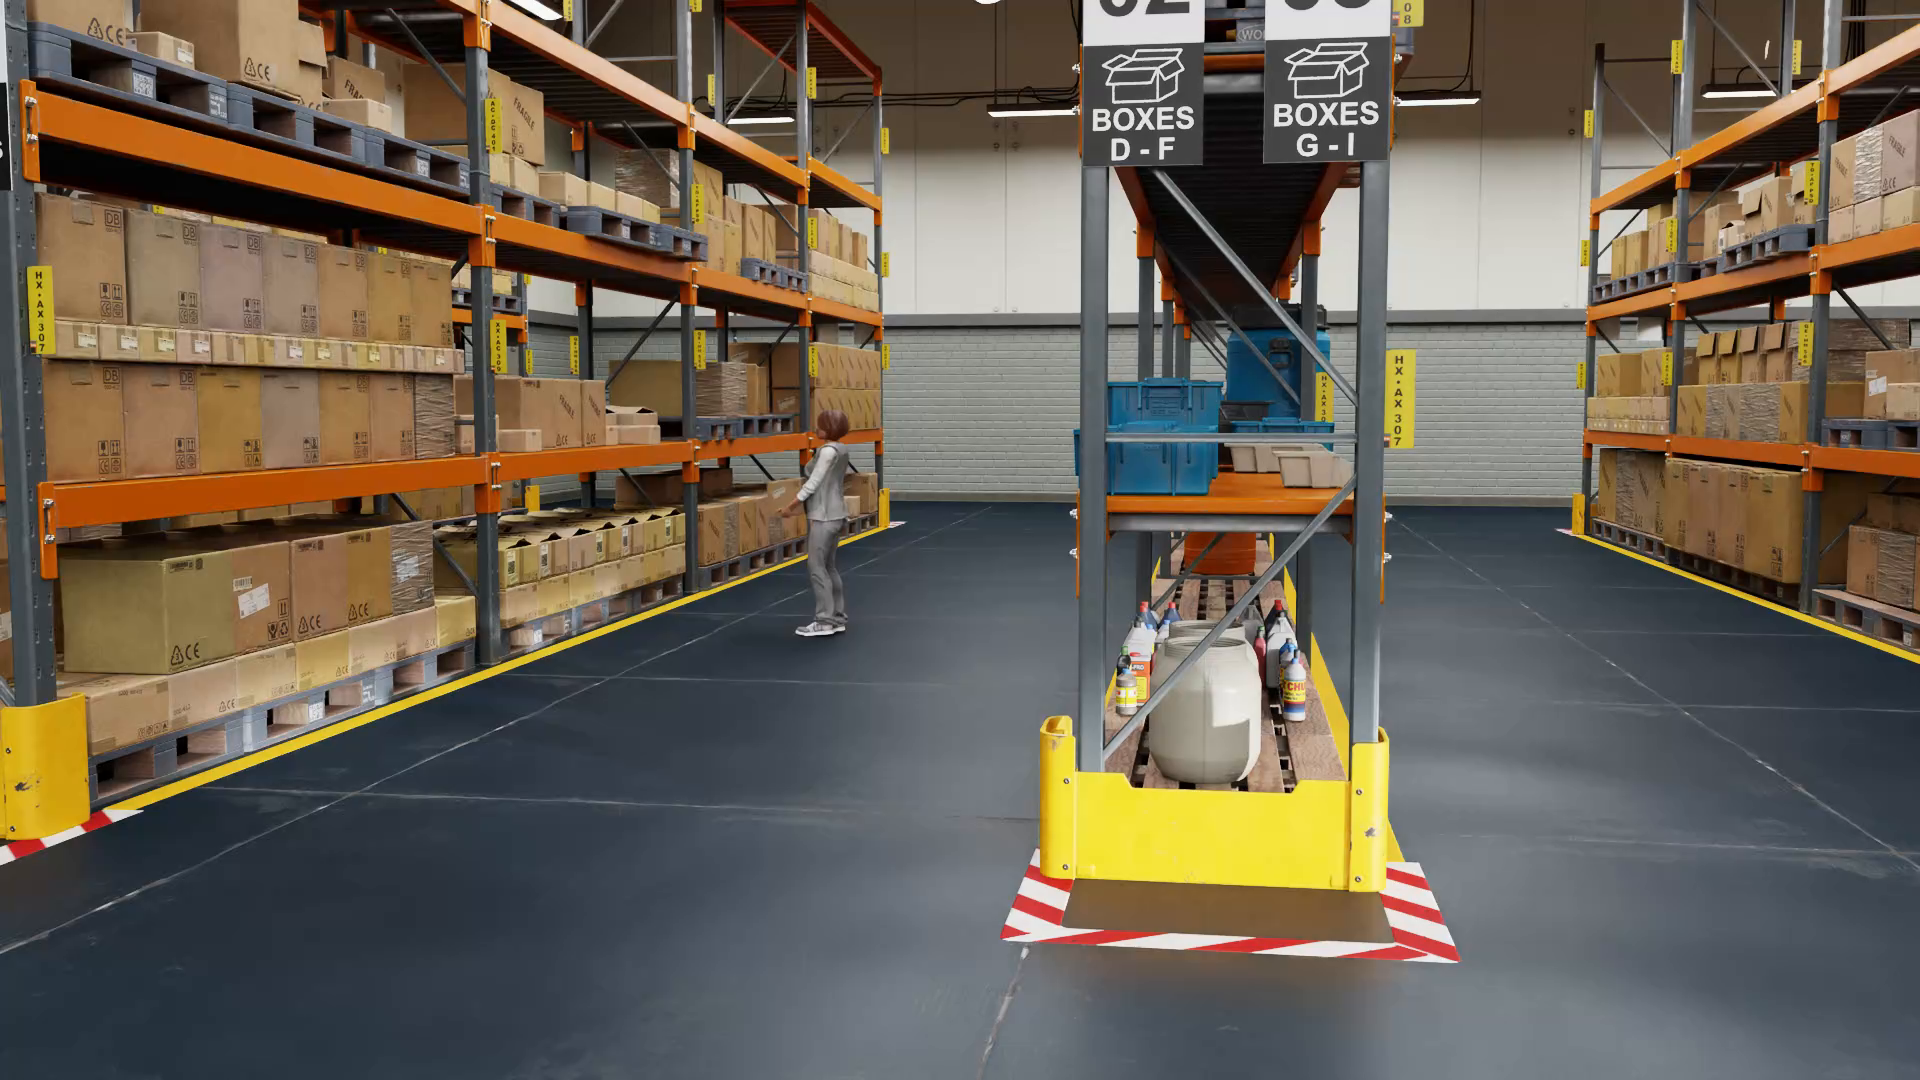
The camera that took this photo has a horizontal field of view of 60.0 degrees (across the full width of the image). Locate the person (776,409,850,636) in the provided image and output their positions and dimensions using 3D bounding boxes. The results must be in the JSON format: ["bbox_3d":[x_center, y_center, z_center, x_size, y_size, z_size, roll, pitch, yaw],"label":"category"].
[{"bbox_3d":[-1.022,-0.119,11.700,0.499,1.576,0.404,1,5,10],"label":"person"}]
